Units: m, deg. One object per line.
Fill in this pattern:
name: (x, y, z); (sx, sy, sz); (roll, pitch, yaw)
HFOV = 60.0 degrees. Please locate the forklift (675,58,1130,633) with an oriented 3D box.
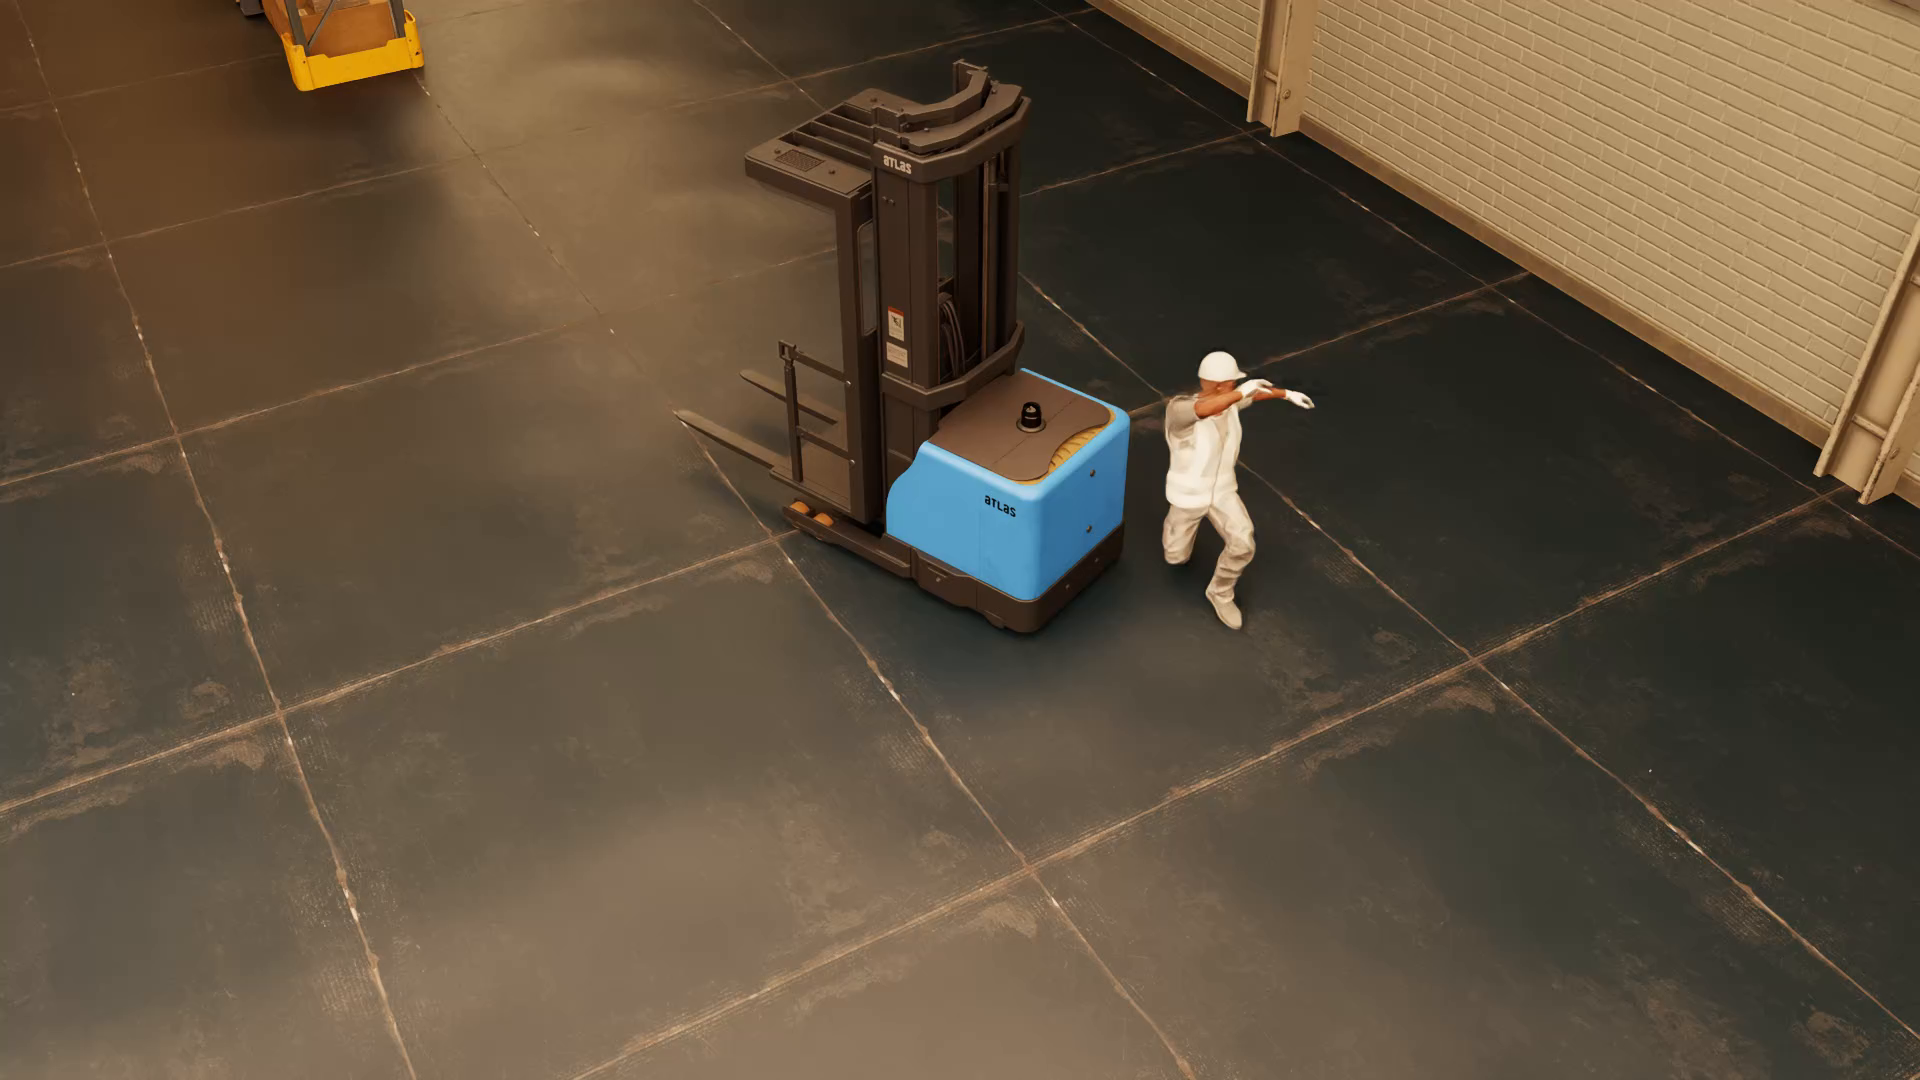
forklift: (-0.481, -1.366, 9.683); (3.031, 2.935, 1.130); (26, 46, 28)

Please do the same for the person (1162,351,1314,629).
person: (1.699, -0.363, 9.619); (1.058, 1.482, 0.928); (-11, 41, -12)
